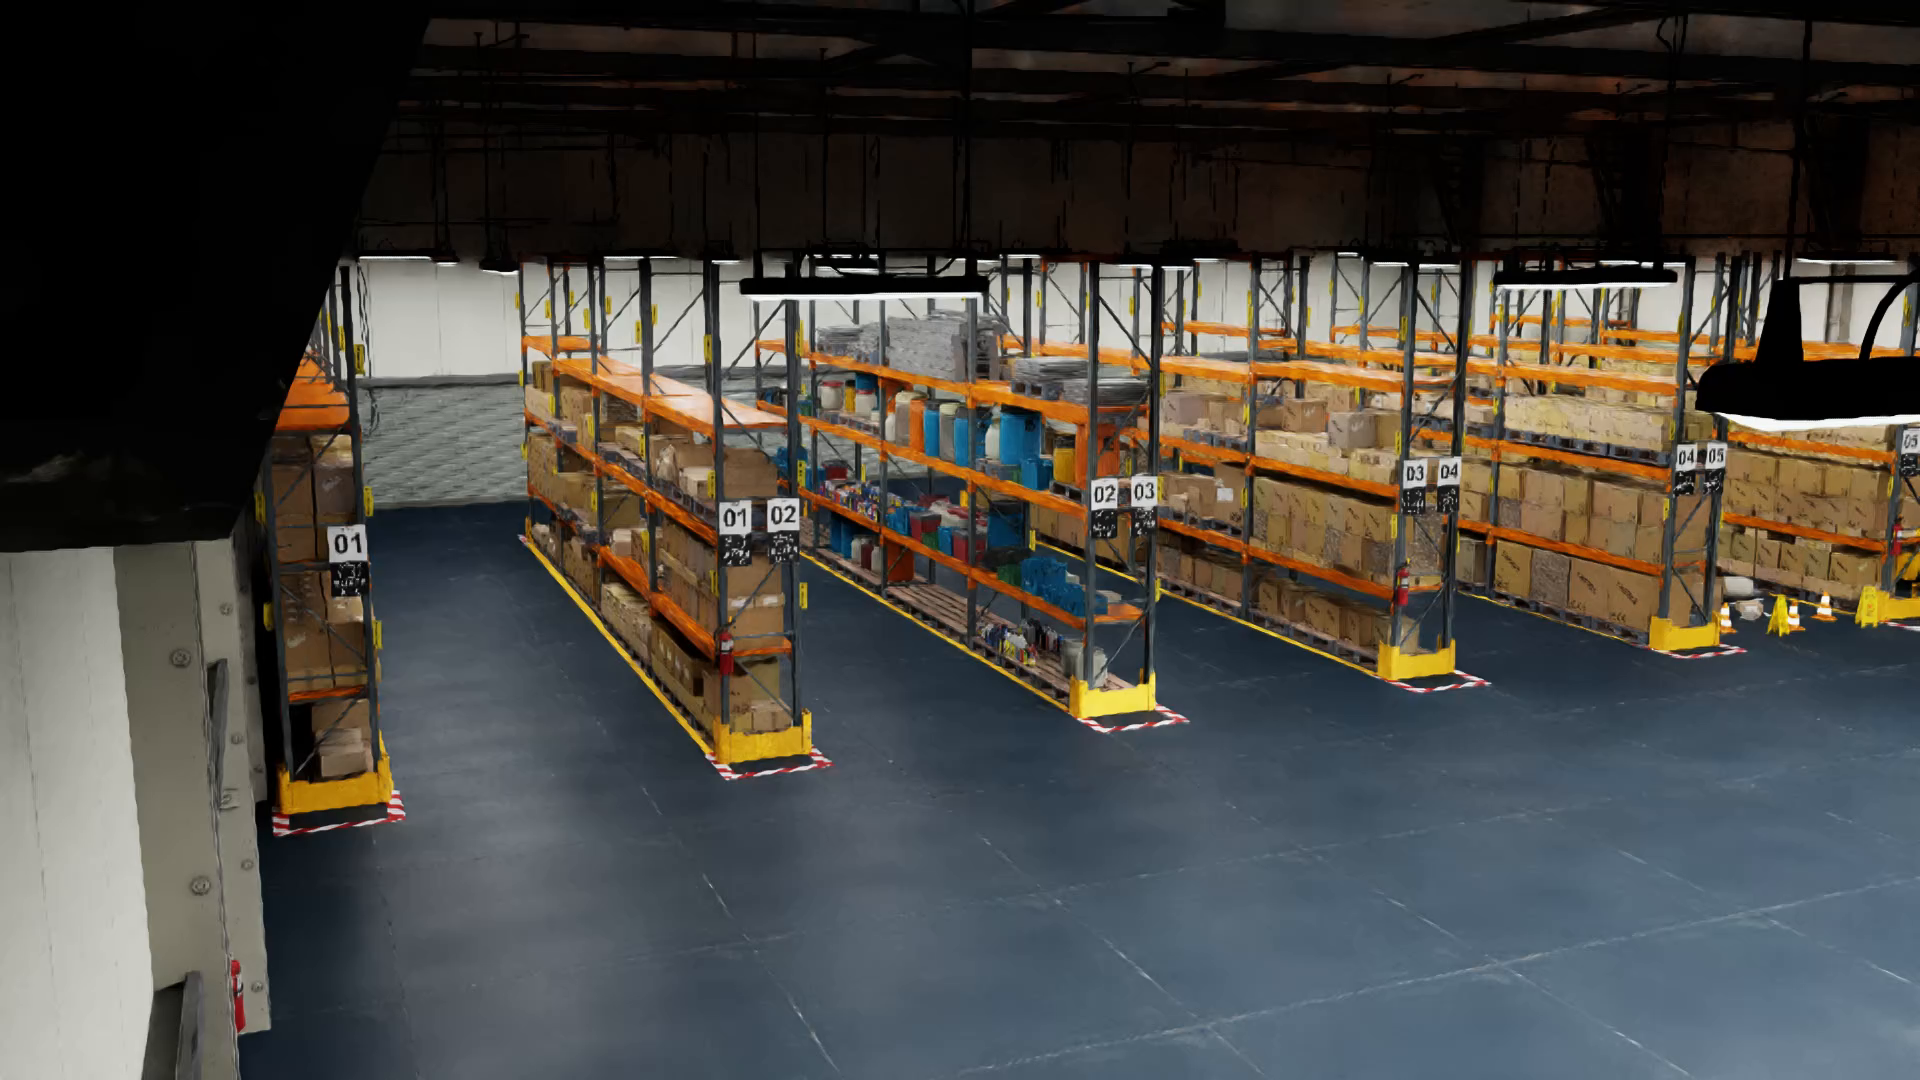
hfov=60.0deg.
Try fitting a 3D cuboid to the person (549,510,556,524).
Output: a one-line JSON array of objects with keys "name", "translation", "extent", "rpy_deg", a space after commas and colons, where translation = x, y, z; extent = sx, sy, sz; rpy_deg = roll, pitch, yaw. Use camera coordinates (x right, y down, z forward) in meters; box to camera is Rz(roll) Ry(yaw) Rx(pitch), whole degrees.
[{"name": "person", "translation": [-8.678, -1.004, 36.080], "extent": [0.498, 1.644, 0.638], "rpy_deg": [2, 11, 9]}]
